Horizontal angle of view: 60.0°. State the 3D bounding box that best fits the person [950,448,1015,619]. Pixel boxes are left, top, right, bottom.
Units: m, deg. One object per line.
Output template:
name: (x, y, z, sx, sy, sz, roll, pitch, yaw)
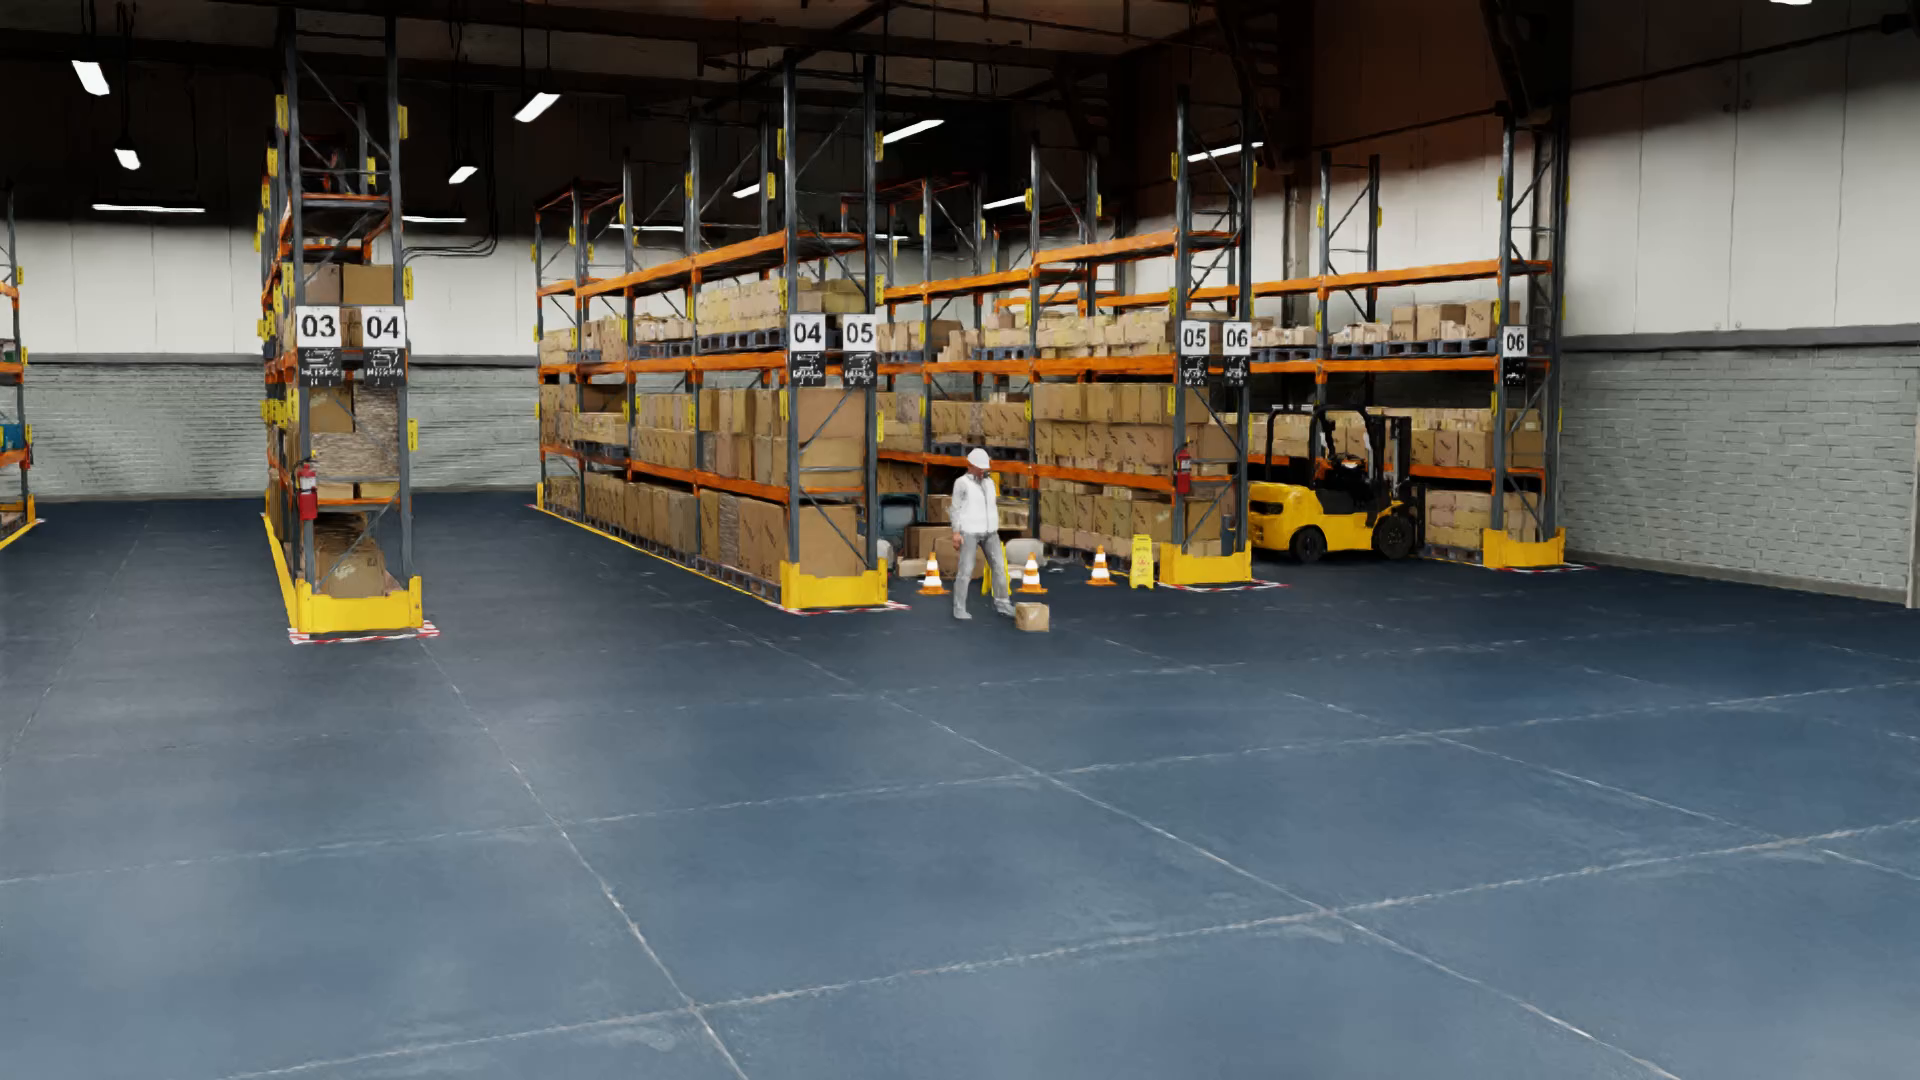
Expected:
person: (0.252, -0.077, 17.250, 0.701, 1.765, 0.469, -4, 7, -35)
